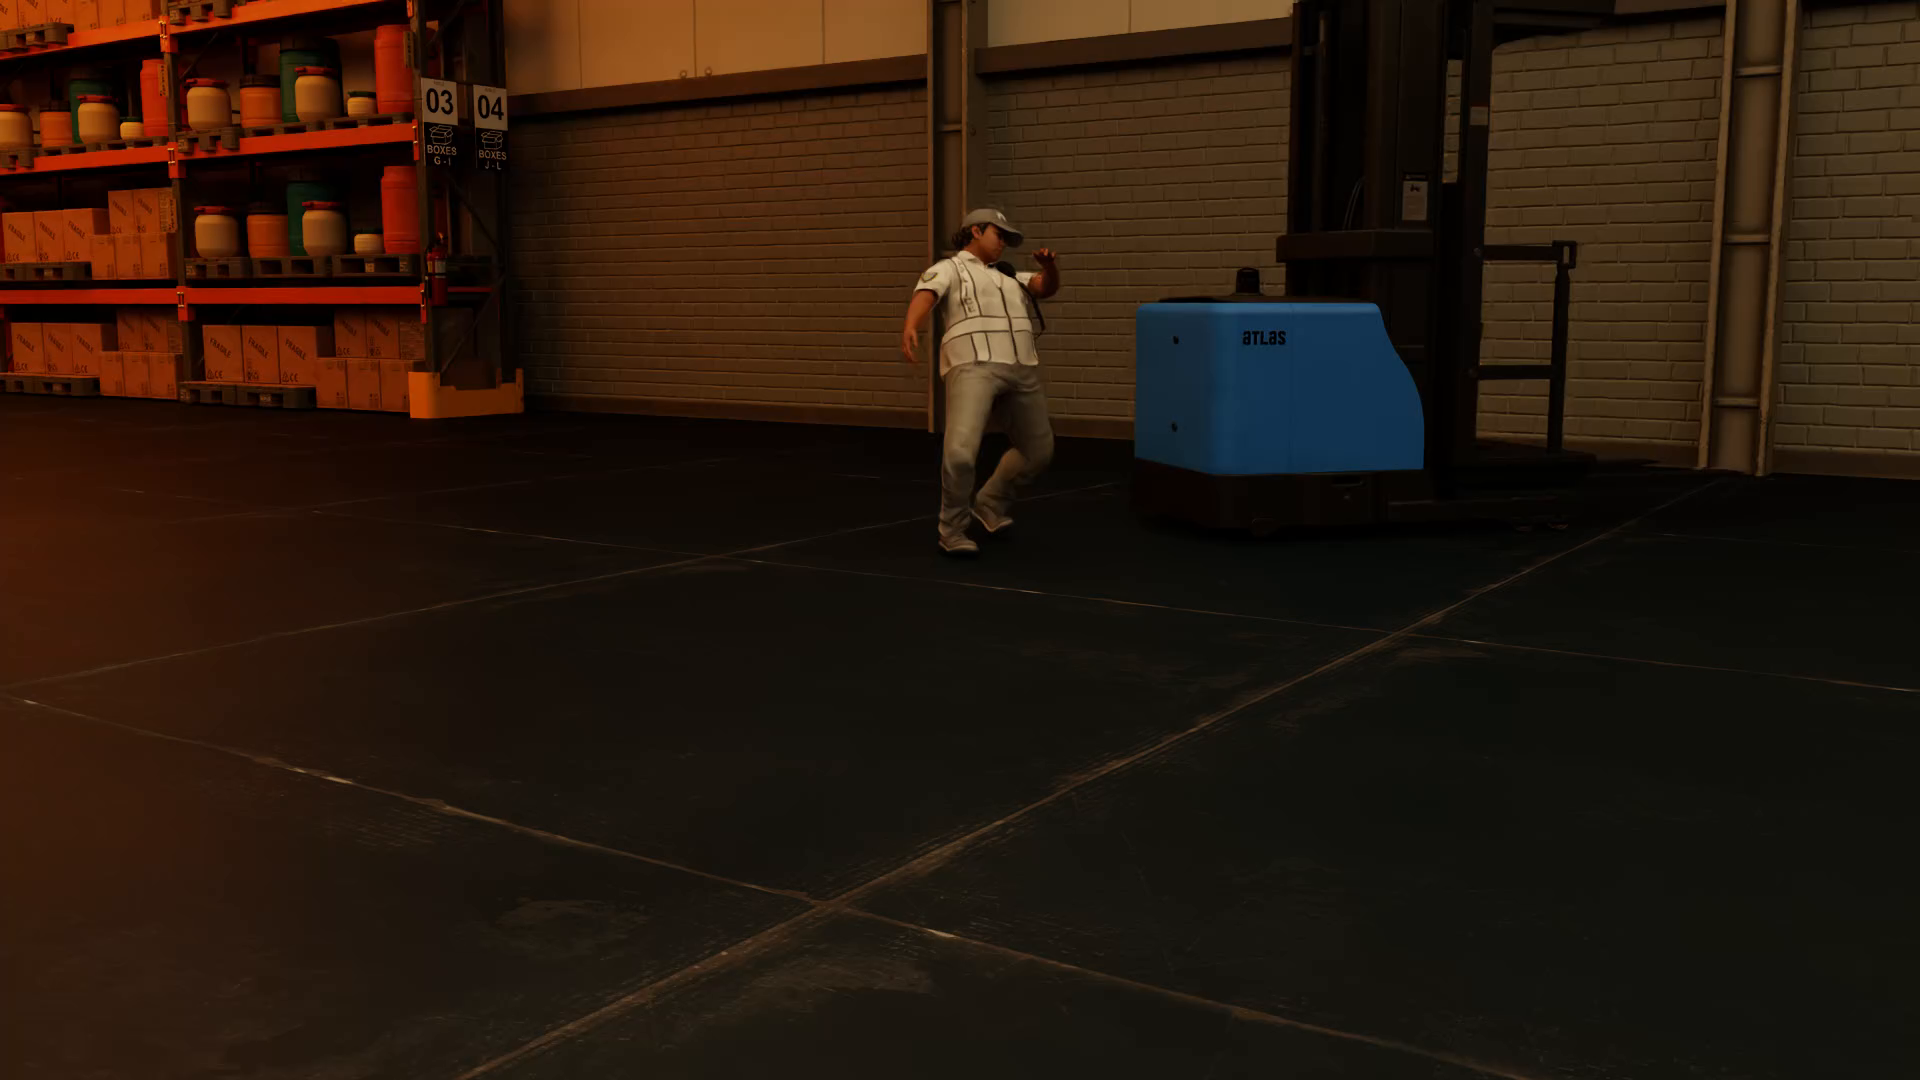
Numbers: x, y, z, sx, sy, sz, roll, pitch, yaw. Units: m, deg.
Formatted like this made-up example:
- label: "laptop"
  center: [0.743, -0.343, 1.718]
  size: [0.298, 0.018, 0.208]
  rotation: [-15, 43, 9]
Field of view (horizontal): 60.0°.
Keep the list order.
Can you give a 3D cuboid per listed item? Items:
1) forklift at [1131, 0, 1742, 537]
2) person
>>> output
- label: "forklift"
  center: [2.432, -1.559, 8.154]
  size: [3.031, 2.935, 1.130]
  rotation: [-2, 8, -17]
- label: "person"
  center: [0.077, -0.689, 7.115]
  size: [0.895, 1.475, 0.786]
  rotation: [-8, 11, -44]
